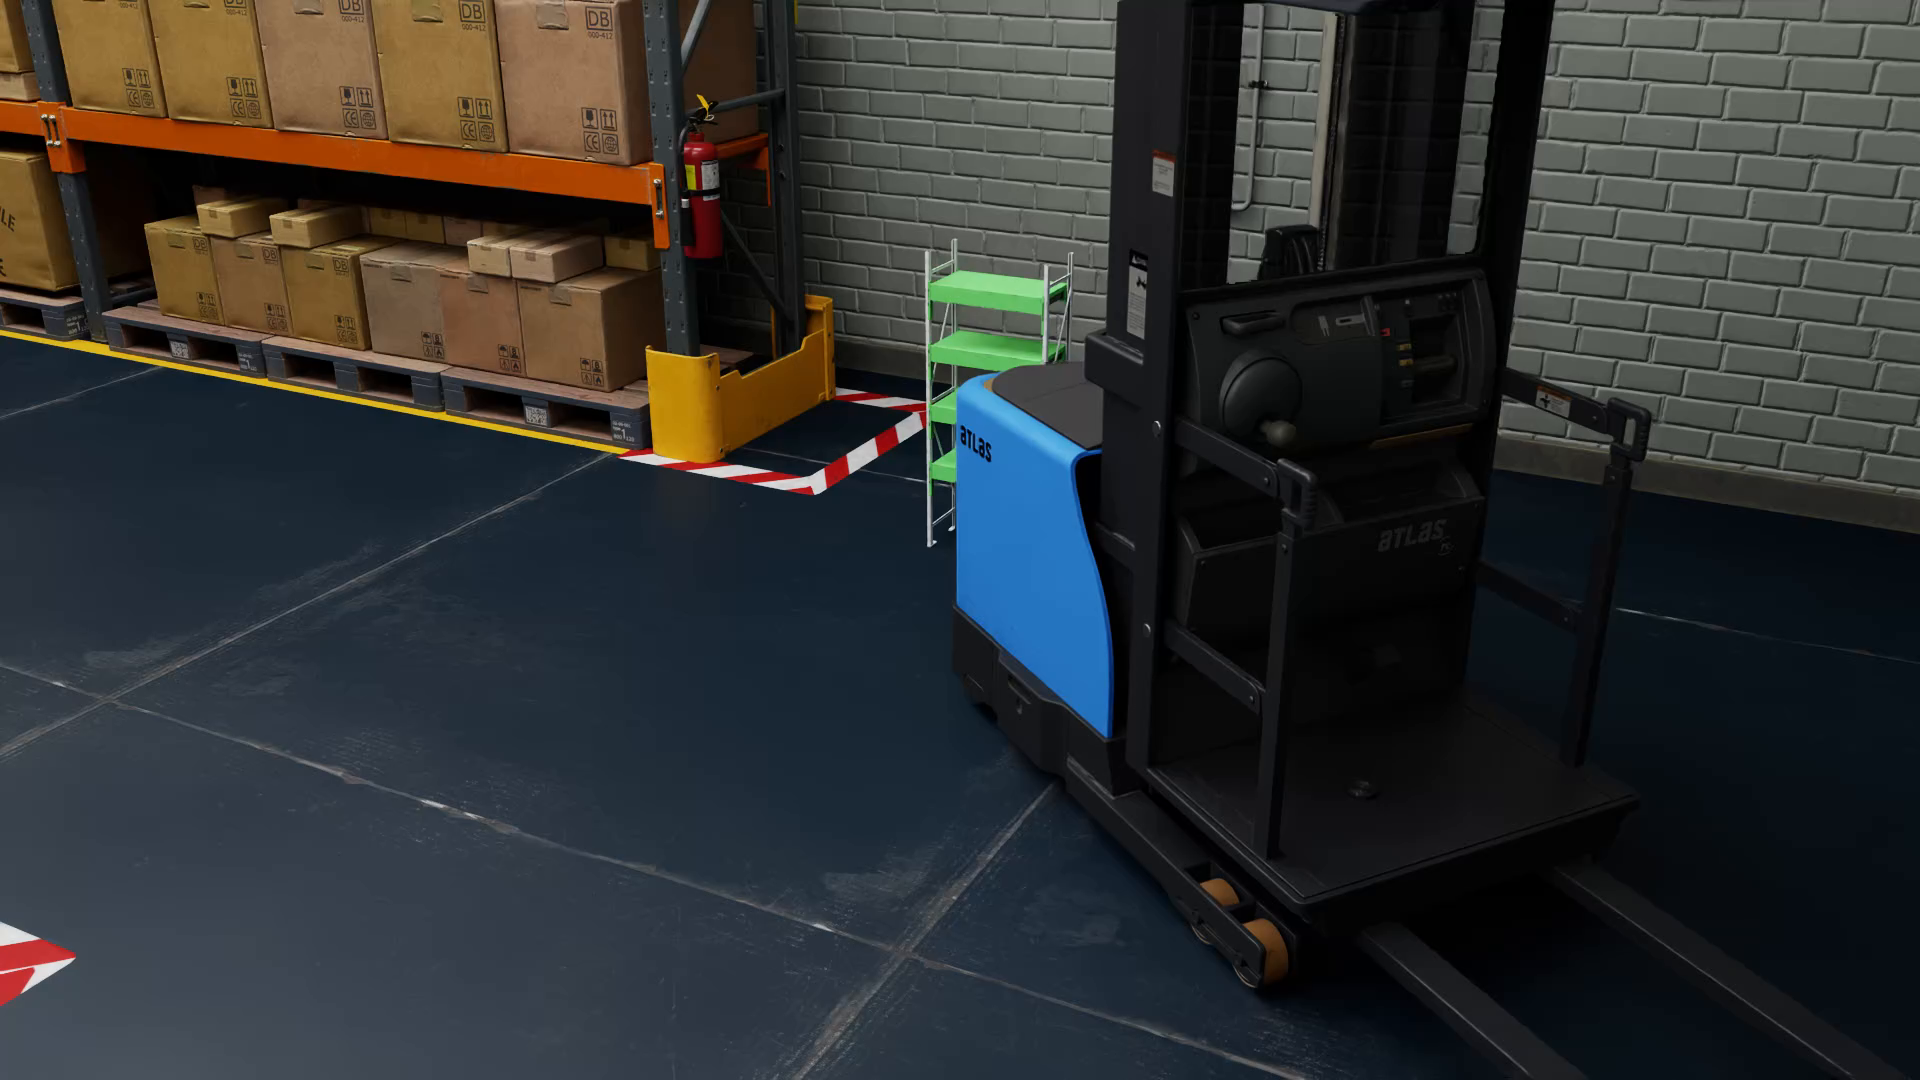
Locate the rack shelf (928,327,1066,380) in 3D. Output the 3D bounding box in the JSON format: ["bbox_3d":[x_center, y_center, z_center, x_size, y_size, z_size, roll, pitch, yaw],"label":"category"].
[{"bbox_3d":[0.148,-0.685,6.378,0.480,0.148,0.258,11,25,25],"label":"rack shelf"}]

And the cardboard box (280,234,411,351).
[{"bbox_3d":[-3.094,-1.357,8.765,0.500,0.500,0.700,12,26,26],"label":"cardboard box"}]

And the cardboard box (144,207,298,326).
[{"bbox_3d":[-3.997,-1.538,9.191,0.500,0.500,0.700,12,26,25],"label":"cardboard box"}]

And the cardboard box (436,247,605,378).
[{"bbox_3d":[-2.165,-1.177,8.341,0.500,0.500,0.700,11,25,24],"label":"cardboard box"}]

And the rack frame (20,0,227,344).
[{"bbox_3d":[-4.619,-2.663,9.179,0.127,3.000,1.000,11,25,25],"label":"rack frame"}]

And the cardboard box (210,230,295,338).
[{"bbox_3d":[-3.551,-1.448,8.980,0.500,0.500,0.700,11,25,24],"label":"cardboard box"}]

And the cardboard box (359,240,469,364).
[{"bbox_3d":[-2.614,-1.265,8.550,0.500,0.500,0.700,10,25,23],"label":"cardboard box"}]

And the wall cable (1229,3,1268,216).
[{"bbox_3d":[0.521,-2.528,7.565,1.851,1.984,0.084,11,25,25],"label":"wall cable"}]

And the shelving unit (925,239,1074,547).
[{"bbox_3d":[0.148,-0.523,6.446,0.503,1.200,0.258,11,25,25],"label":"shelving unit"}]

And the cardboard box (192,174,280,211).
[{"bbox_3d":[-4.037,-1.932,9.288,0.250,0.149,0.380,11,25,24],"label":"cardboard box"}]

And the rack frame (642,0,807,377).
[{"bbox_3d":[-1.049,-1.957,7.518,0.127,3.000,1.000,11,25,25],"label":"rack frame"}]

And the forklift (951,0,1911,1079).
[{"bbox_3d":[1.069,-0.434,4.025,1.130,2.935,3.031,-11,25,-24],"label":"forklift"}]

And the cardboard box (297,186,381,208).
[{"bbox_3d":[-3.331,-1.793,8.962,0.250,0.149,0.380,10,25,23],"label":"cardboard box"}]

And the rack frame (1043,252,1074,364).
[{"bbox_3d":[0.365,-0.480,6.345,0.015,1.200,0.240,11,25,25],"label":"rack frame"}]

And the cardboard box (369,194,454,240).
[{"bbox_3d":[-2.875,-1.703,8.750,0.250,0.149,0.380,11,25,24],"label":"cardboard box"}]

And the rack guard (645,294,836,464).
[{"bbox_3d":[-1.027,-0.802,7.997,0.348,0.500,1.175,11,25,25],"label":"rack guard"}]

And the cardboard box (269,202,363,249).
[{"bbox_3d":[-3.308,-1.620,8.556,0.250,0.149,0.380,10,25,23],"label":"cardboard box"}]

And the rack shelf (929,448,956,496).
[{"bbox_3d":[0.148,-0.243,6.565,0.480,0.148,0.258,11,25,25],"label":"rack shelf"}]

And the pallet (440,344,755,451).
[{"bbox_3d":[-1.798,-0.787,8.332,1.213,0.211,1.003,11,25,25],"label":"pallet"}]

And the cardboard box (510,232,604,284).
[{"bbox_3d":[-1.916,-1.346,7.910,0.250,0.149,0.380,11,25,24],"label":"cardboard box"}]

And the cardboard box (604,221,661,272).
[{"bbox_3d":[-1.517,-1.435,8.119,0.250,0.149,0.380,11,26,25],"label":"cardboard box"}]

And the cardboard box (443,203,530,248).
[{"bbox_3d":[-2.420,-1.613,8.538,0.250,0.149,0.380,12,26,25],"label":"cardboard box"}]

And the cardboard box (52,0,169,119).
[{"bbox_3d":[-4.142,-2.700,8.882,0.700,0.700,0.980,12,26,25],"label":"cardboard box"}]

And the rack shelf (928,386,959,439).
[{"bbox_3d":[0.148,-0.464,6.471,0.480,0.148,0.258,11,25,25],"label":"rack shelf"}]

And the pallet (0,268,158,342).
[{"bbox_3d":[-5.341,-1.490,9.983,1.213,0.211,1.003,11,25,25],"label":"pallet"}]

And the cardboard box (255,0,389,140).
[{"bbox_3d":[-2.839,-2.444,8.280,0.700,0.700,0.980,10,25,22],"label":"cardboard box"}]

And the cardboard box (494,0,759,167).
[{"bbox_3d":[-1.509,-2.181,7.663,0.700,0.700,0.980,12,26,27],"label":"cardboard box"}]

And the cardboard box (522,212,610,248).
[{"bbox_3d":[-1.969,-1.524,8.329,0.250,0.149,0.380,11,26,25],"label":"cardboard box"}]

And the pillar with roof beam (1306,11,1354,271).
[{"bbox_3d":[-0.191,-3.039,2.398,0.400,9.000,9.100,11,25,25],"label":"pillar with roof beam"}]

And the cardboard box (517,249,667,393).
[{"bbox_3d":[-1.719,-1.088,8.134,0.500,0.500,0.700,11,25,25],"label":"cardboard box"}]

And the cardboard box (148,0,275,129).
[{"bbox_3d":[-3.493,-2.569,8.574,0.700,0.700,0.980,11,25,23],"label":"cardboard box"}]

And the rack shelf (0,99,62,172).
[{"bbox_3d":[-6.403,-2.685,10.150,4.000,0.370,1.077,11,25,25],"label":"rack shelf"}]

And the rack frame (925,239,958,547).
[{"bbox_3d":[-0.070,-0.566,6.548,0.015,1.200,0.240,11,25,25],"label":"rack frame"}]

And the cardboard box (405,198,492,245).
[{"bbox_3d":[-2.649,-1.658,8.644,0.250,0.149,0.380,11,26,25],"label":"cardboard box"}]

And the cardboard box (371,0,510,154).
[{"bbox_3d":[-2.163,-2.306,7.956,0.700,0.700,0.980,11,25,24],"label":"cardboard box"}]

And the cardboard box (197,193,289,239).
[{"bbox_3d":[-3.774,-1.712,8.772,0.250,0.149,0.380,12,26,26],"label":"cardboard box"}]

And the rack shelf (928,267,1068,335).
[{"bbox_3d":[0.148,-0.906,6.284,0.480,0.148,0.258,11,25,25],"label":"rack shelf"}]

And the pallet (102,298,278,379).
[{"bbox_3d":[-3.975,-1.218,9.345,1.213,0.211,1.003,11,25,25],"label":"pallet"}]

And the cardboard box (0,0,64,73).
[{"bbox_3d":[-5.144,-2.849,9.082,0.500,0.500,0.500,11,25,24],"label":"cardboard box"}]

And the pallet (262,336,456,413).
[{"bbox_3d":[-2.882,-1.003,8.839,1.213,0.211,1.003,11,25,25],"label":"pallet"}]

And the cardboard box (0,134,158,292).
[{"bbox_3d":[-5.257,-1.936,9.681,0.750,0.750,0.750,12,26,25],"label":"cardboard box"}]

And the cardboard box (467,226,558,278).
[{"bbox_3d":[-2.144,-1.391,8.016,0.250,0.149,0.380,12,26,26],"label":"cardboard box"}]

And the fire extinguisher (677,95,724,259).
[{"bbox_3d":[-1.122,-1.562,7.165,0.183,0.674,0.296,11,25,25],"label":"fire extinguisher"}]

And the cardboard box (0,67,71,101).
[{"bbox_3d":[-5.048,-2.517,9.132,0.250,0.149,0.380,11,26,25],"label":"cardboard box"}]

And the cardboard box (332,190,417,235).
[{"bbox_3d":[-3.106,-1.748,8.856,0.250,0.149,0.380,11,26,25],"label":"cardboard box"}]

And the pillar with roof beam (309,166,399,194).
[{"bbox_3d":[-5.546,-4.099,4.889,0.400,9.000,9.100,11,25,25],"label":"pillar with roof beam"}]

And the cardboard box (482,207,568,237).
[{"bbox_3d":[-2.192,-1.568,8.433,0.250,0.149,0.380,11,26,25],"label":"cardboard box"}]

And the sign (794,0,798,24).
[{"bbox_3d":[-0.793,-2.584,7.787,0.005,0.325,0.100,11,25,25],"label":"sign"}]

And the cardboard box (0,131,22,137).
[{"bbox_3d":[-6.052,-2.092,10.047,0.750,0.750,0.750,12,26,26],"label":"cardboard box"}]

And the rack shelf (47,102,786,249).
[{"bbox_3d":[-2.834,-1.979,8.489,4.000,0.370,1.077,11,25,25],"label":"rack shelf"}]
